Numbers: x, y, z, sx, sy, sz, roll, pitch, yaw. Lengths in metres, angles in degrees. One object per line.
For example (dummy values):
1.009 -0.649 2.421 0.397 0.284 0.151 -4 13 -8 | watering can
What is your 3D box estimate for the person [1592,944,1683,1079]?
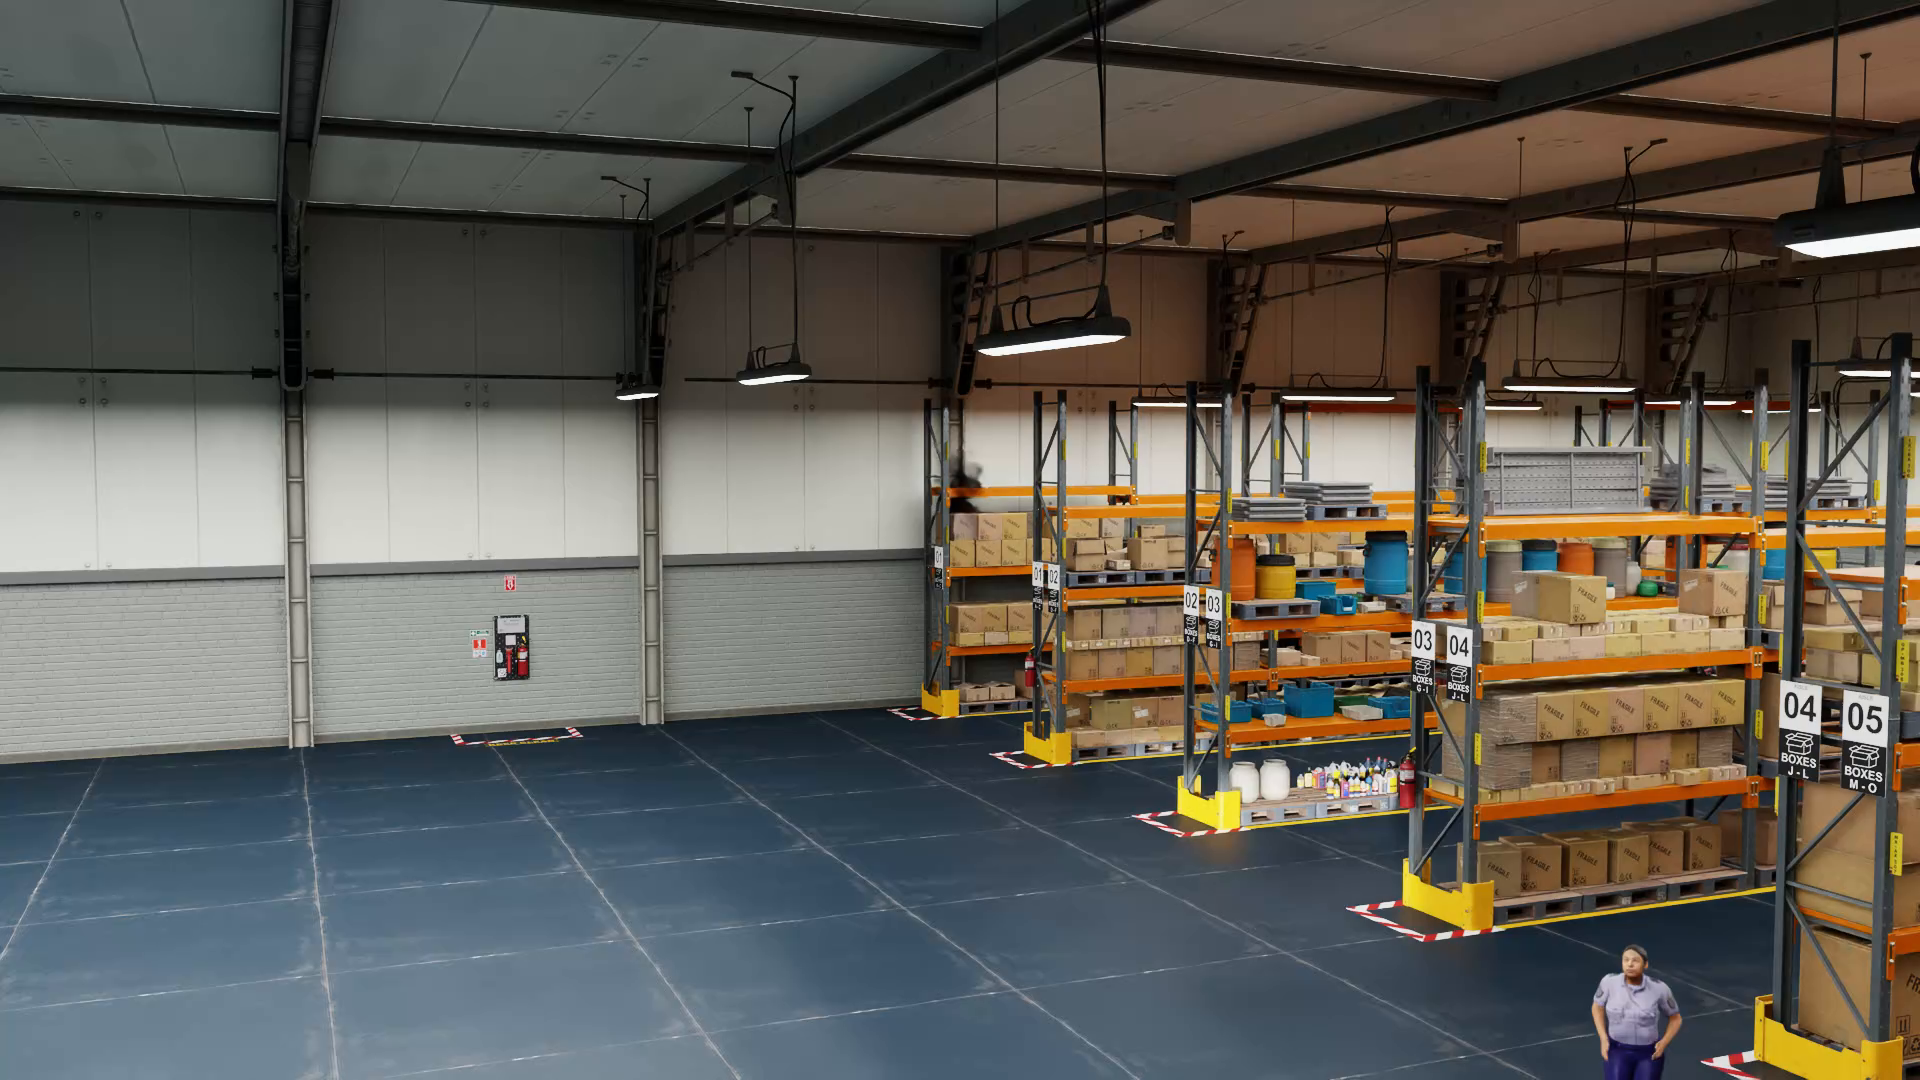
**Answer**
4.816 3.673 11.856 0.602 1.622 0.601 2 4 25 | person
